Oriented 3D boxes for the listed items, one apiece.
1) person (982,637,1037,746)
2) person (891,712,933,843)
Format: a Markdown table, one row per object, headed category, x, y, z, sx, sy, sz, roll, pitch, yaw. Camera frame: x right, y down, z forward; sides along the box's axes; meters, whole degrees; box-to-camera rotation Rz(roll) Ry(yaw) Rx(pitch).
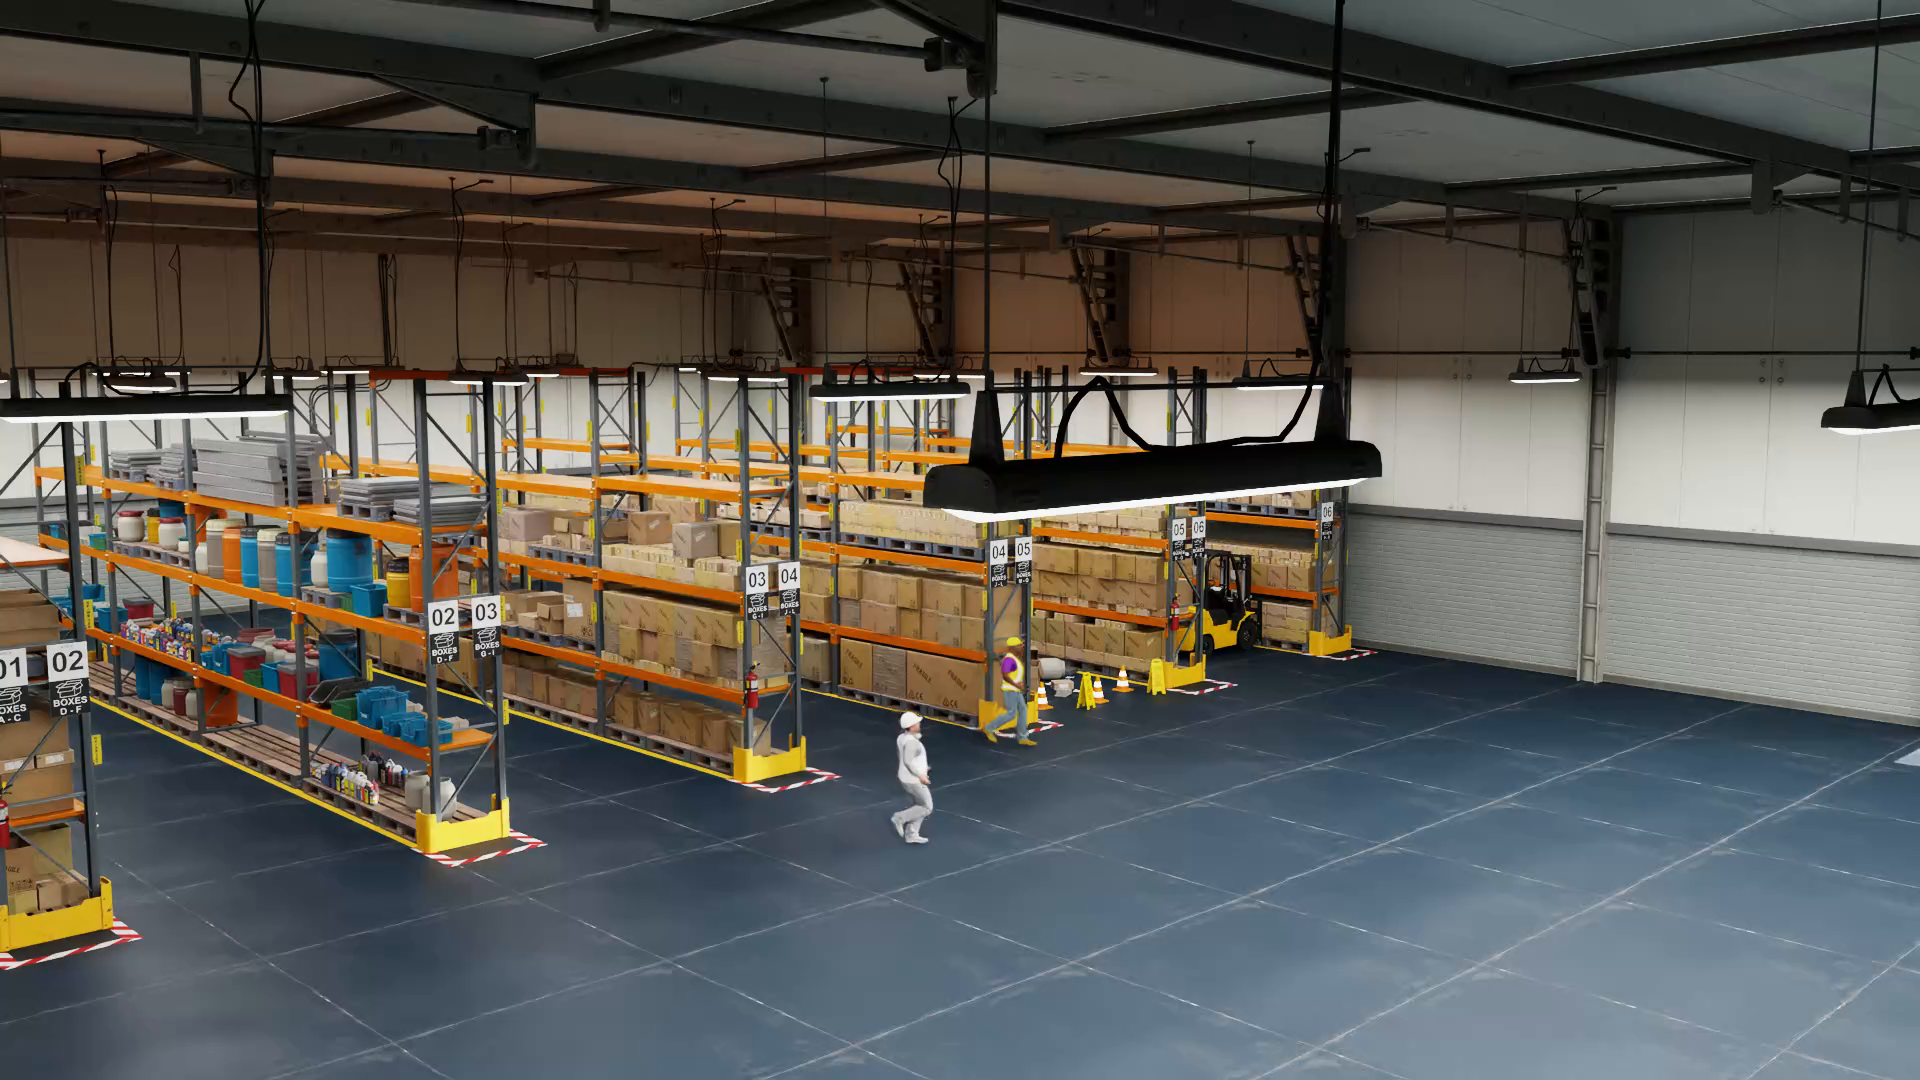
| category | x | y | z | sx | sy | sz | roll | pitch | yaw |
| --- | --- | --- | --- | --- | --- | --- | --- | --- | --- |
| person | 0.826 | 2.431 | 26.852 | 0.879 | 1.749 | 0.752 | 1 | 7 | 10 |
| person | -0.630 | 3.070 | 21.418 | 0.585 | 1.733 | 0.660 | -2 | 7 | -15 |
